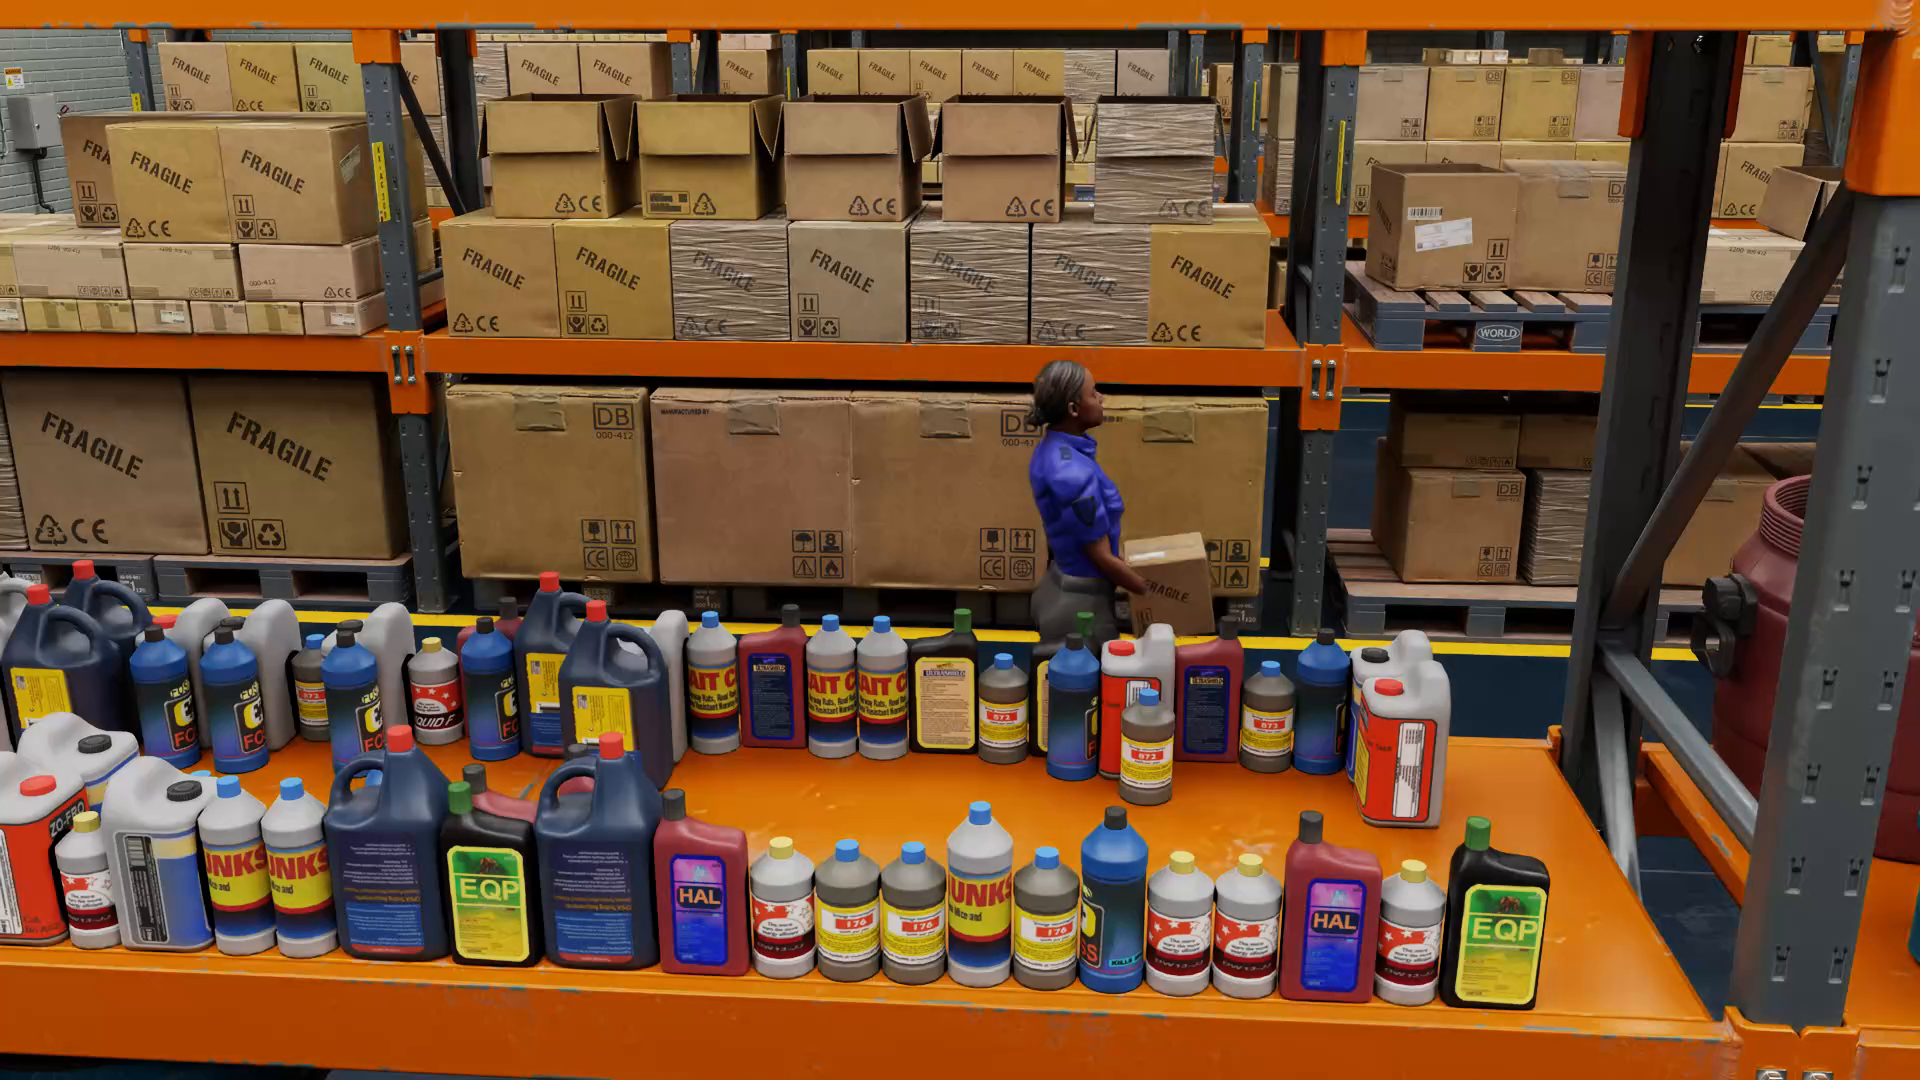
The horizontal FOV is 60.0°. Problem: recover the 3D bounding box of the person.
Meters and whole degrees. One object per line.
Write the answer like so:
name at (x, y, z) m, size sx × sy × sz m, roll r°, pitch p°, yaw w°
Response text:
person at (0.451, 0.246, 5.284) m, size 0.503 × 1.656 × 0.482 m, roll -2°, pitch 18°, yaw -7°
